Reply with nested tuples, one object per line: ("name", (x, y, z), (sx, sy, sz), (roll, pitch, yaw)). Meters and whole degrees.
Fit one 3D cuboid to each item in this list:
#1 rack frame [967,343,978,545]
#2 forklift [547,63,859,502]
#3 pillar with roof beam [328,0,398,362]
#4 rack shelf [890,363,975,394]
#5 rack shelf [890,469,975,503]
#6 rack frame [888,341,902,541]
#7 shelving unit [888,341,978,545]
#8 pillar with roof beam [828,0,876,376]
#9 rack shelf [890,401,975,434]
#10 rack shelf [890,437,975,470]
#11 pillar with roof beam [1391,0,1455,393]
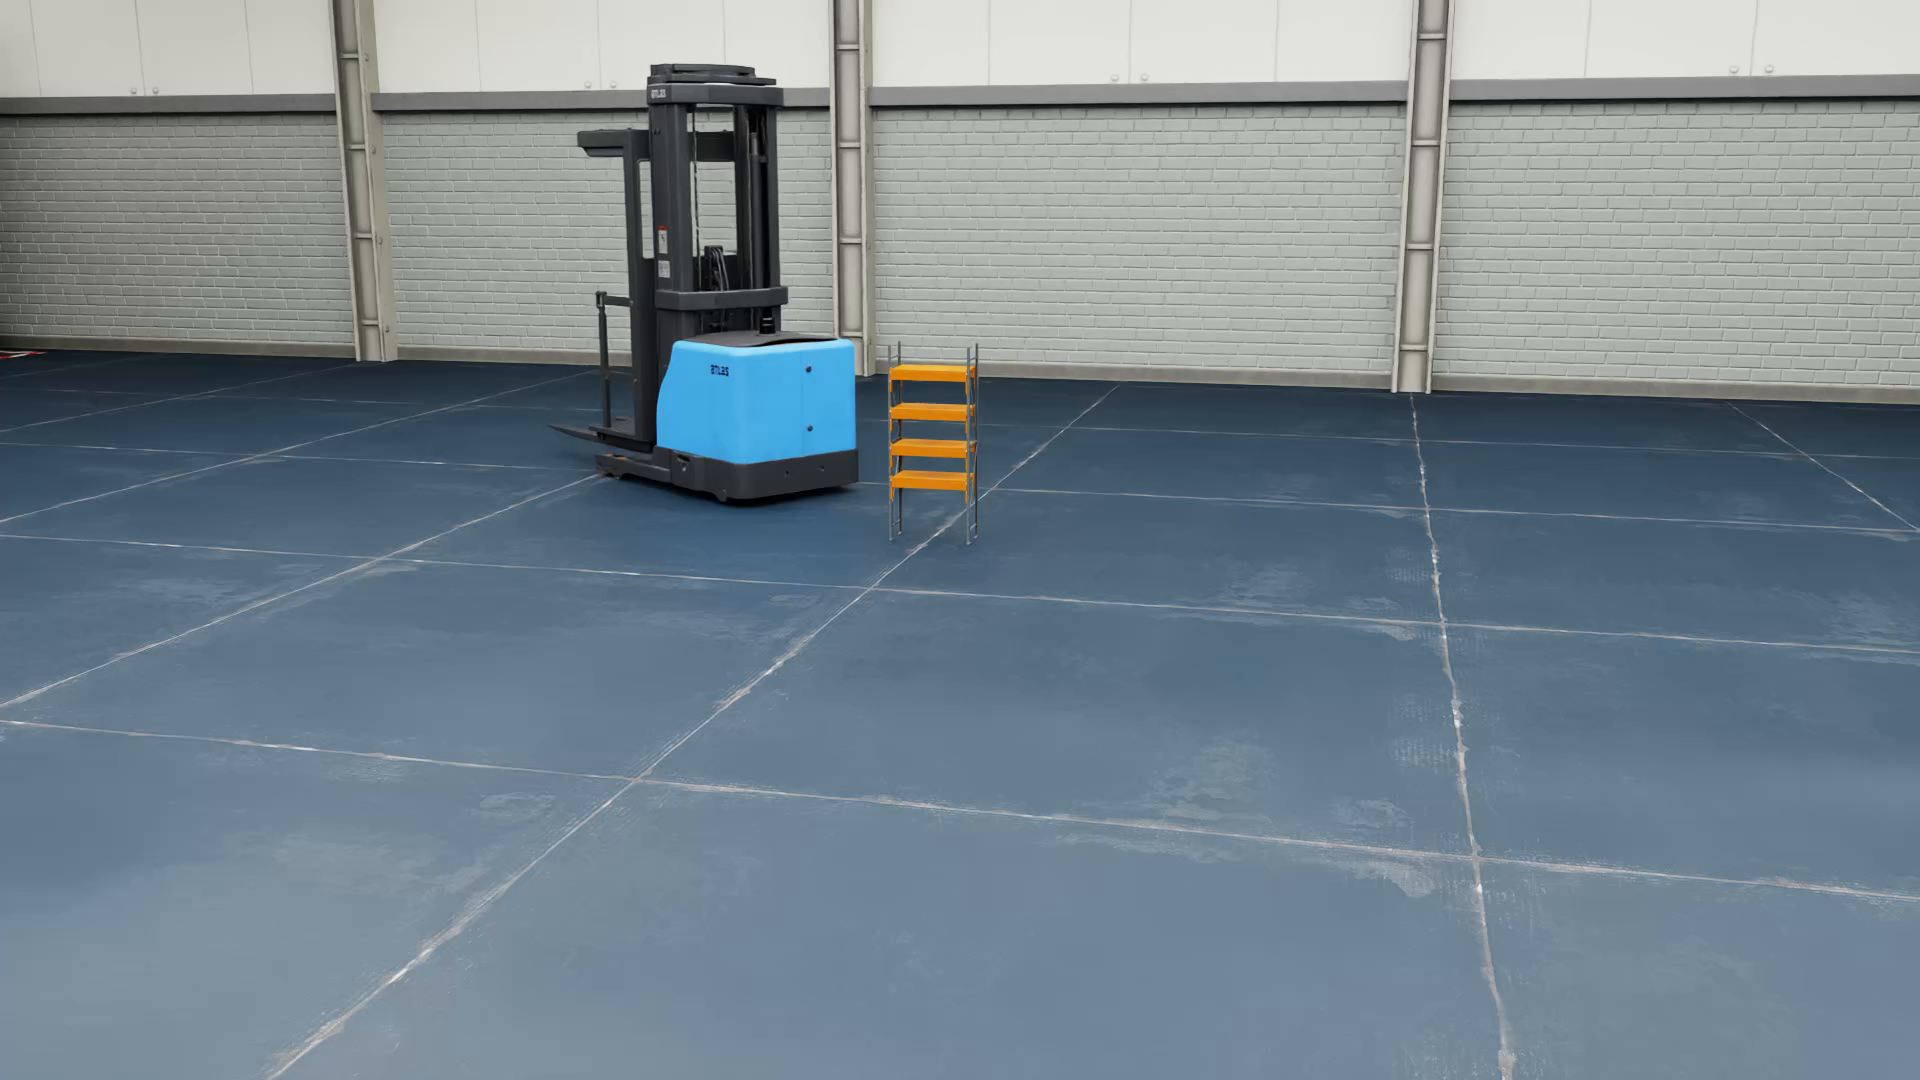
("rack frame", (0.076, -0.582, 10.085), (0.015, 1.200, 0.240), (3, 13, 14))
("forklift", (-2.071, -1.944, 12.230), (1.130, 2.935, 3.031), (-11, 17, -40))
("pillar with roof beam", (-8.027, -5.650, 14.925), (0.400, 9.000, 9.100), (3, 13, 14))
("rack shelf", (-0.161, -0.978, 10.057), (0.480, 0.148, 0.258), (3, 13, 14))
("rack shelf", (-0.161, -0.335, 10.200), (0.480, 0.148, 0.258), (3, 13, 14))
("rack frame", (-0.398, -0.607, 10.200), (0.015, 1.200, 0.240), (3, 13, 14))
("shelving unit", (-0.161, -0.594, 10.143), (0.503, 1.200, 0.258), (3, 13, 14))
("pillar with roof beam", (-2.202, -5.339, 13.522), (0.400, 9.000, 9.100), (3, 13, 14))
("rack shelf", (-0.161, -0.747, 10.109), (0.480, 0.148, 0.258), (3, 13, 14))
("rack shelf", (-0.161, -0.529, 10.157), (0.480, 0.148, 0.258), (3, 13, 14))
("pillar with roof beam", (3.623, -5.028, 12.118), (0.400, 9.000, 9.100), (3, 13, 14))
